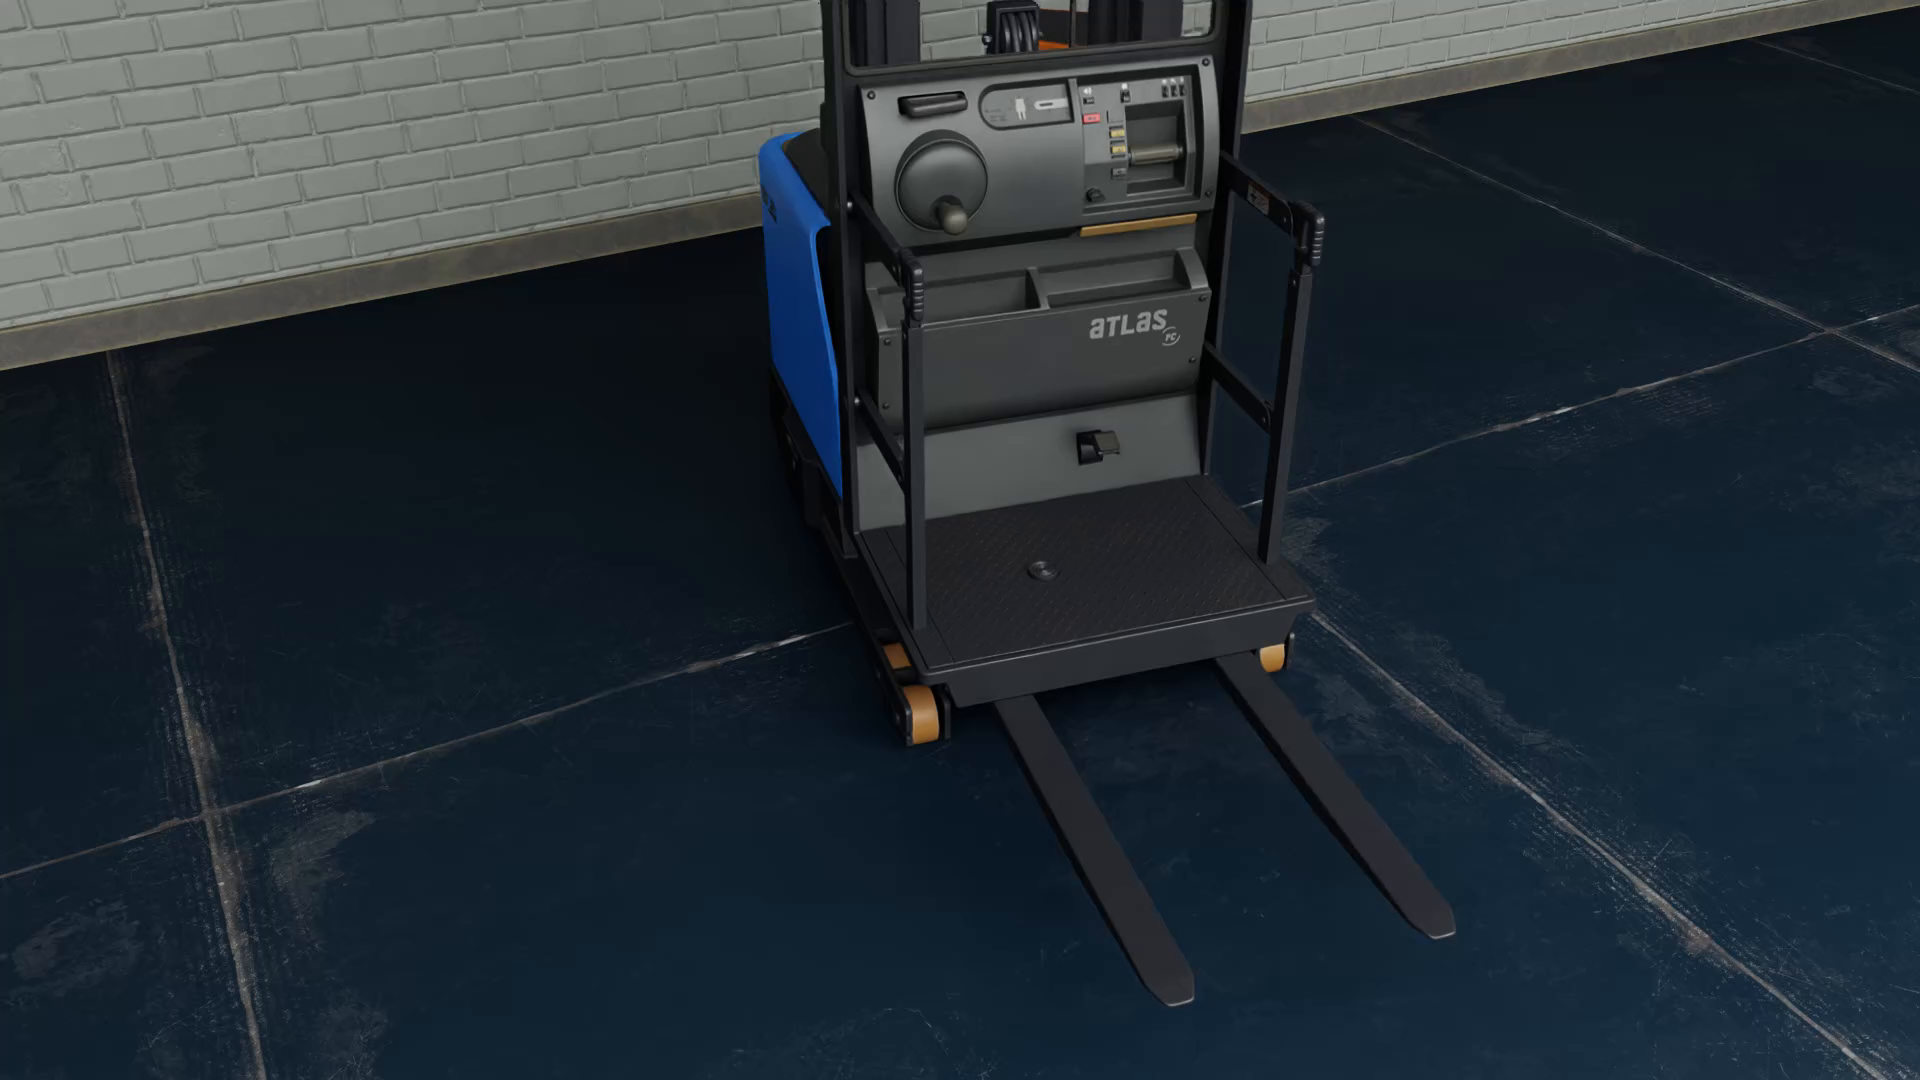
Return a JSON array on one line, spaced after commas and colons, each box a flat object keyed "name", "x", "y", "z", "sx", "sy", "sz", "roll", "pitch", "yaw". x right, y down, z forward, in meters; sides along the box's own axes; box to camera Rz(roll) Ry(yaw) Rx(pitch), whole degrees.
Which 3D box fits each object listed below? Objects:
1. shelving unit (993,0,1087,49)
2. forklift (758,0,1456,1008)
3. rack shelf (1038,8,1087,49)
[{"name": "shelving unit", "x": 0.402, "y": -1.556, "z": 5.732, "sx": 0.503, "sy": 2.100, "sz": 0.431, "roll": 8, "pitch": 34, "yaw": 12}, {"name": "forklift", "x": 0.280, "y": -0.935, "z": 3.992, "sx": 1.130, "sy": 2.935, "sz": 3.031, "roll": -10, "pitch": 34, "yaw": -15}, {"name": "rack shelf", "x": 0.402, "y": -1.544, "z": 5.739, "sx": 0.480, "sy": 0.518, "sz": 0.431, "roll": 8, "pitch": 34, "yaw": 12}]
